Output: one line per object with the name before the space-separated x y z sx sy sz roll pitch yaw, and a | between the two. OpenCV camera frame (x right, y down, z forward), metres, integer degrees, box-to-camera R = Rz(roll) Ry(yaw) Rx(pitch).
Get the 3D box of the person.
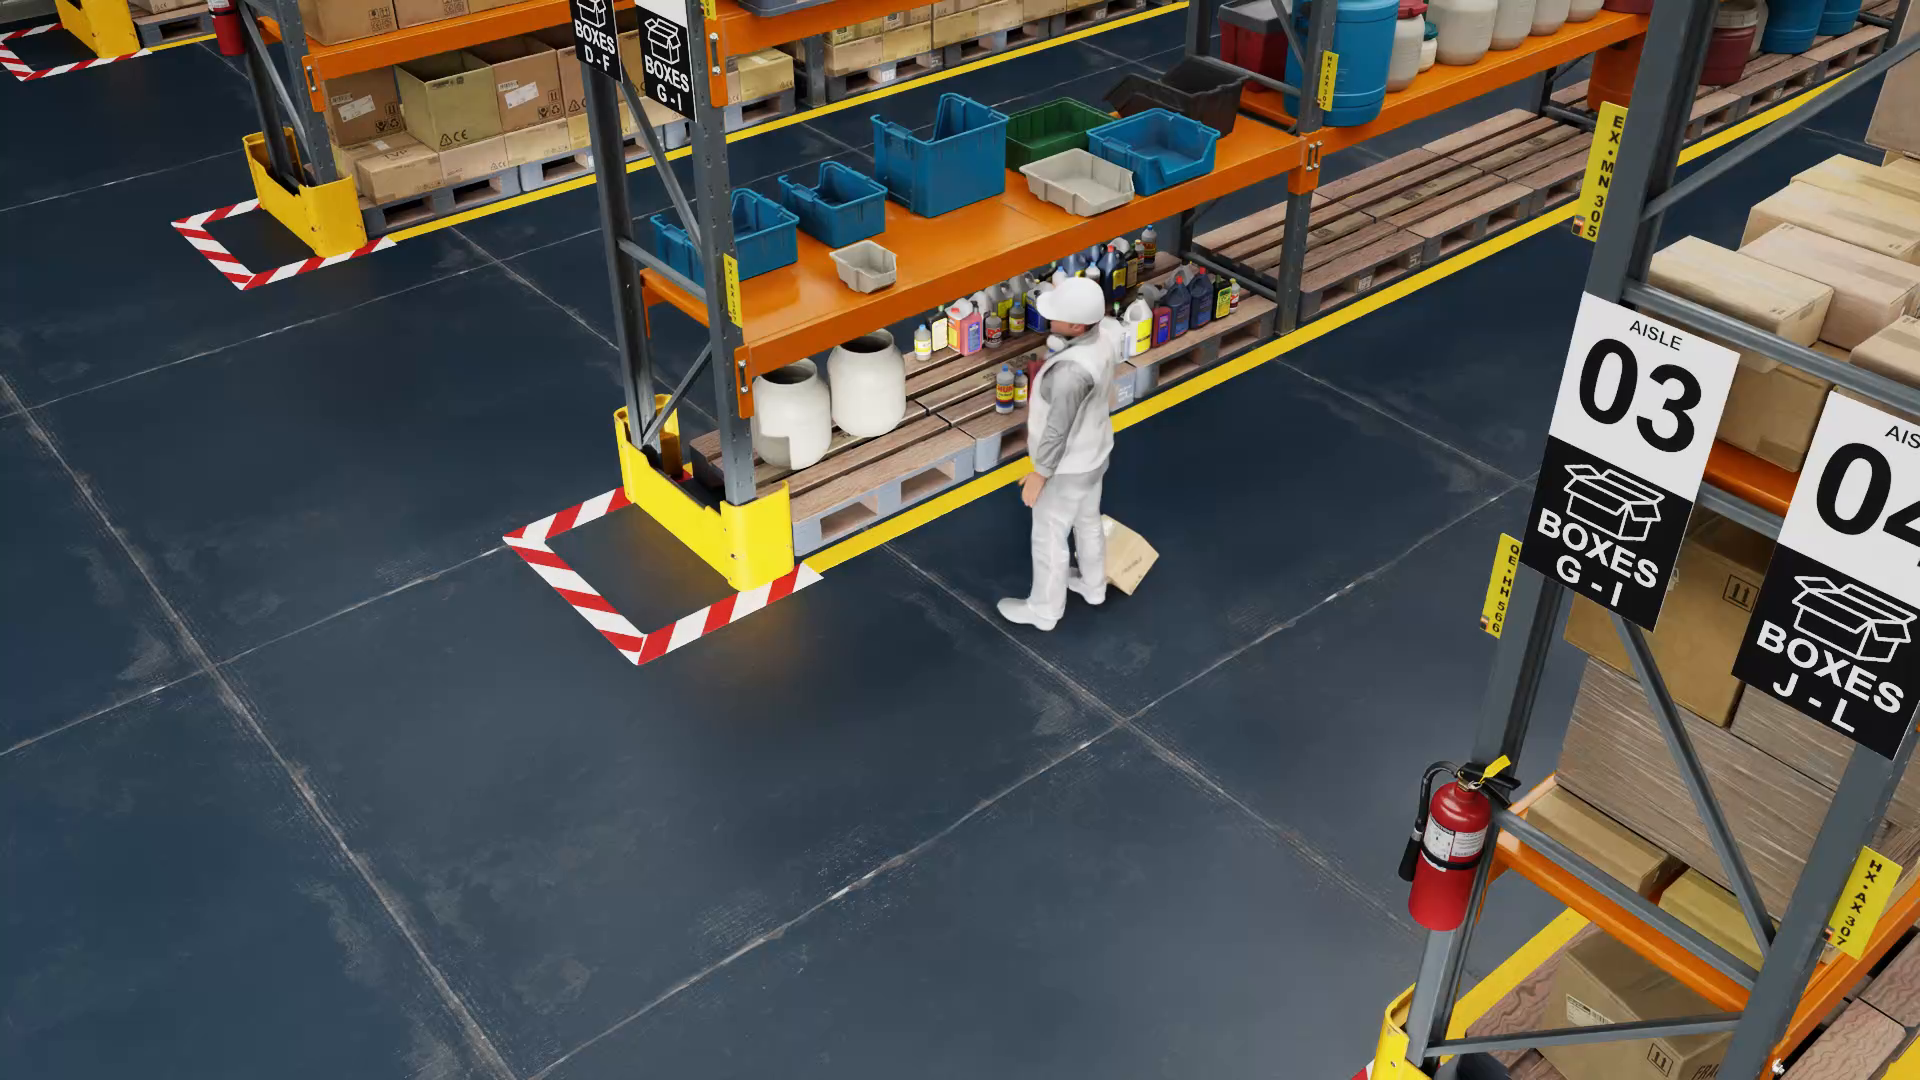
person | 0.456 -0.399 7.564 0.460 1.781 0.585 14 38 19
